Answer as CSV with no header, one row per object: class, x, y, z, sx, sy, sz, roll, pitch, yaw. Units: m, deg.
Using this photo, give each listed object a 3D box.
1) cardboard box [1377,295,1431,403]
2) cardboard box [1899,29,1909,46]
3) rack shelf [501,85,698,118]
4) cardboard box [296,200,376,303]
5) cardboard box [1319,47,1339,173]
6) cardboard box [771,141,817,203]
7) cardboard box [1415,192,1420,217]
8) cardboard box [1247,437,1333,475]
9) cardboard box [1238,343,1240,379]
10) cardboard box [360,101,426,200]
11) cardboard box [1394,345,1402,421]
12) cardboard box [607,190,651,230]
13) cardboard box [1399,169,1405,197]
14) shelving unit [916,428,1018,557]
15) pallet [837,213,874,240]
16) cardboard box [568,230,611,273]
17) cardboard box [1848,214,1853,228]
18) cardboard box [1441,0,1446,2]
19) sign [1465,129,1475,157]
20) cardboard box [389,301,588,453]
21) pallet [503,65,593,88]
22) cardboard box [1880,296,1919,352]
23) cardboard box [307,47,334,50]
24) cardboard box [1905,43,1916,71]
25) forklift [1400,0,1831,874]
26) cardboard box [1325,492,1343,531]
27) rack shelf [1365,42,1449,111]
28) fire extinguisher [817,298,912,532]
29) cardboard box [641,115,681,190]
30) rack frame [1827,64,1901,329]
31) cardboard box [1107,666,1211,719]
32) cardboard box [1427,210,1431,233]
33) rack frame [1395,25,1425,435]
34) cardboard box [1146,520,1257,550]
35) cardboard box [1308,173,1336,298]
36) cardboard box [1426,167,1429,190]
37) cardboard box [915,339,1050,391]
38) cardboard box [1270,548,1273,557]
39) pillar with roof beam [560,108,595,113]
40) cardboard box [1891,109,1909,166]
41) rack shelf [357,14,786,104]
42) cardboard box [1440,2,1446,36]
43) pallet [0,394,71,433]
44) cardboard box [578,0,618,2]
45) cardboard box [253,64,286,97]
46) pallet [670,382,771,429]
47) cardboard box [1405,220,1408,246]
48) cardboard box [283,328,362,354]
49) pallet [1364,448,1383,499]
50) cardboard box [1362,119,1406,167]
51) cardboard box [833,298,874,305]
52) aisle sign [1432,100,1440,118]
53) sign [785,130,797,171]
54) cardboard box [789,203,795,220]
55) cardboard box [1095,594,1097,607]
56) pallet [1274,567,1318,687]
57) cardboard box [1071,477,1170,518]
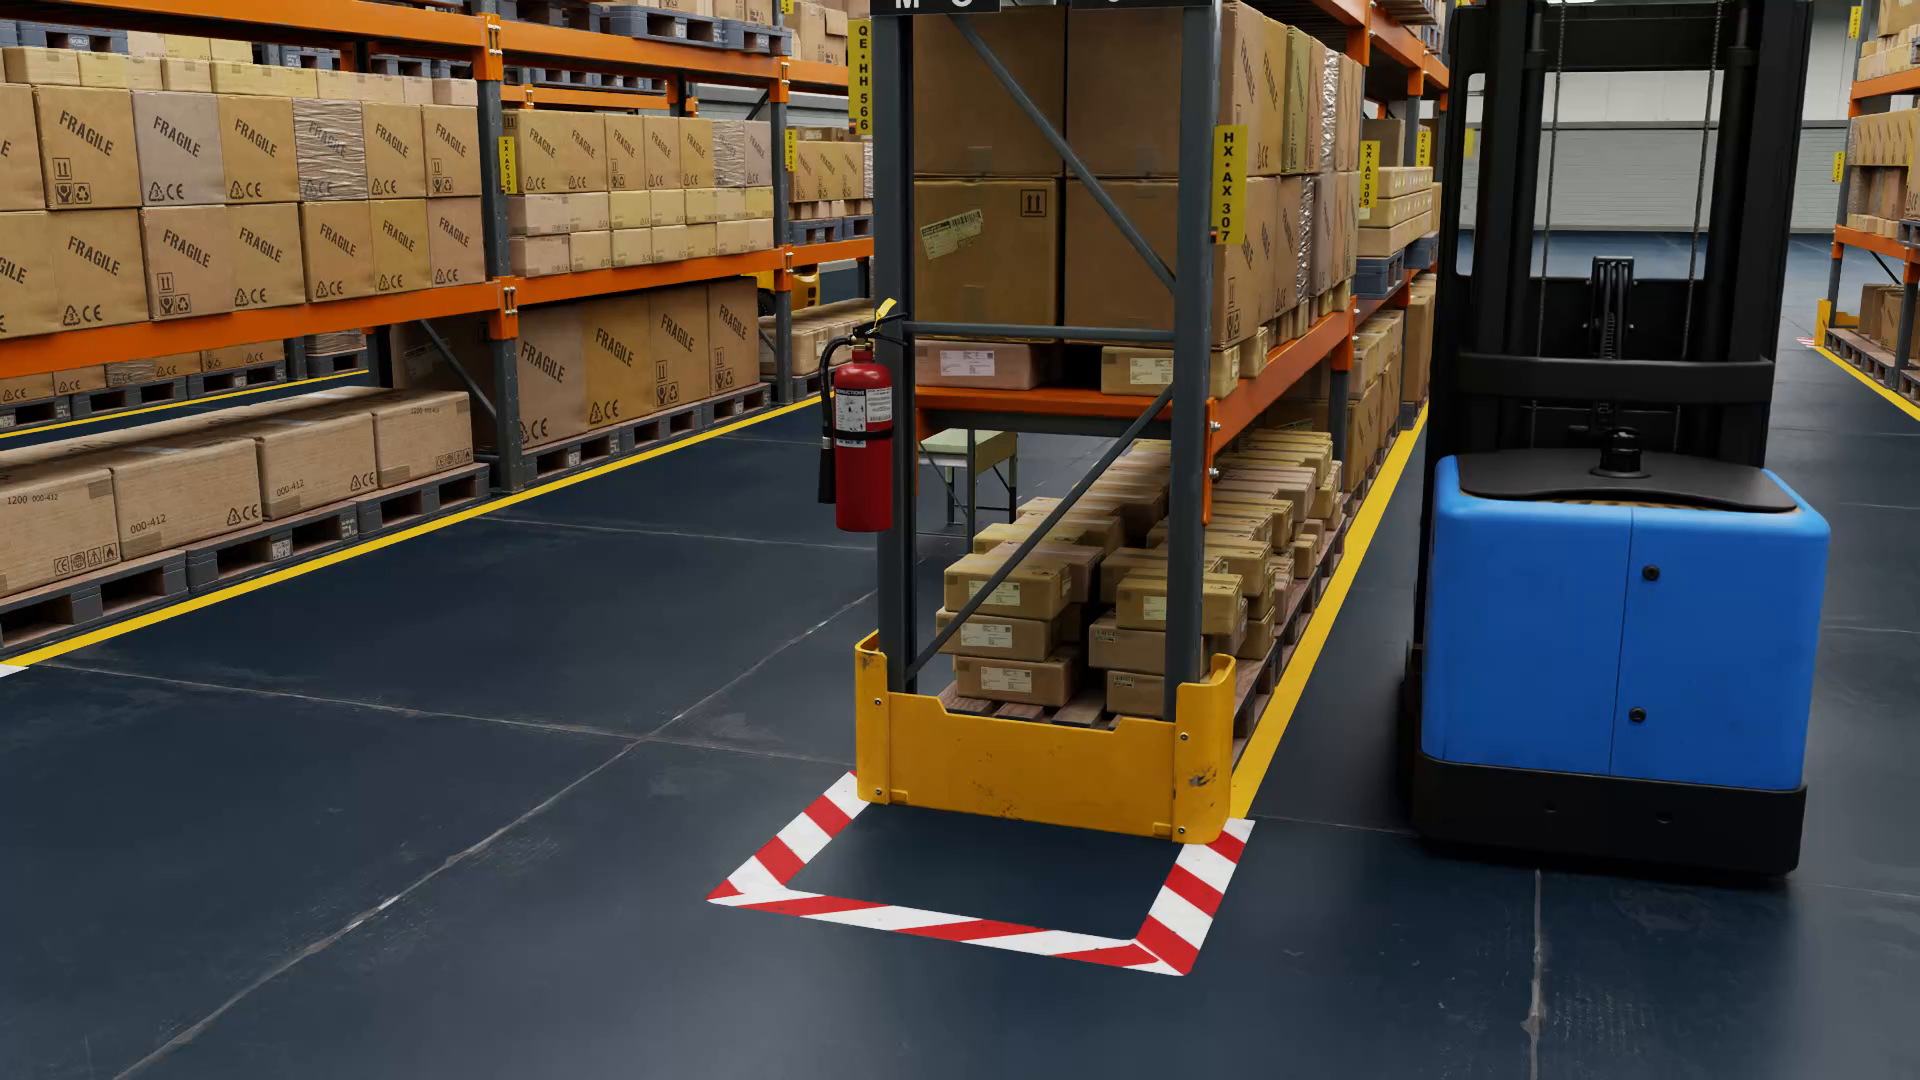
cardboard box,3.105,-1.521,13.023,1.050,0.750,0.750,4,14,18
cardboard box,9.031,-4.706,15.565,0.380,0.149,0.250,5,14,21
rack shelf,-4.650,-5.358,20.597,1.077,0.370,4.000,4,14,18
cardboard box,-3.406,-1.501,8.600,0.500,0.500,0.500,4,13,18
cardboard box,1.291,-1.796,6.975,0.500,0.500,0.500,5,14,20
cardboard box,-1.529,-3.103,14.005,0.500,0.500,0.500,4,13,17
cardboard box,2.678,-2.110,10.444,0.380,0.149,0.250,5,14,20
cardboard box,1.615,-0.404,8.141,0.380,0.149,0.250,5,14,19
cardboard box,0.692,-0.586,5.377,0.380,0.149,0.250,5,14,20
cardboard box,-3.251,-2.095,8.954,0.500,0.500,0.500,4,13,18
cardboard box,2.857,-1.120,11.827,0.500,0.500,0.500,4,14,18
cardboard box,-2.448,-2.243,11.289,0.500,0.250,0.500,5,14,19
cardboard box,2.261,-1.984,9.224,0.380,0.149,0.250,4,14,19
shelving unit,0.002,-0.733,8.827,0.431,1.500,0.755,4,14,18
pallet,-1.292,-2.953,15.614,1.003,0.211,1.213,4,14,18
cardboard box,-2.630,-1.894,10.881,0.500,0.250,0.500,4,13,17
cardboard box,9.655,-3.381,17.623,0.380,0.149,0.250,4,14,18
cardboard box,4.556,-5.168,15.752,0.380,0.149,0.250,4,14,19
sign,5.920,-4.614,19.326,0.100,0.325,0.005,4,14,18
cardboard box,-3.063,-1.089,10.851,0.875,0.875,0.875,5,14,20
pallet,-5.046,-5.426,19.477,1.003,0.211,1.213,4,14,18
cardboard box,9.249,-2.080,16.034,0.500,0.500,0.500,3,13,13
cardboard box,-6.058,-4.996,16.002,0.700,0.500,0.500,4,13,17
cardboard box,8.857,-4.368,14.982,0.500,0.250,0.500,5,14,20
forklift,2.222,-0.783,5.834,1.130,2.935,3.031,3,13,15
cardboard box,1.724,-0.157,8.397,0.380,0.149,0.250,5,14,19
rack shelf,3.470,-3.824,13.877,1.077,0.370,4.000,4,14,18
fire extinguisher,-0.284,-0.368,4.869,0.296,0.674,0.183,4,14,18
cardboard box,-2.309,-2.716,11.676,0.500,0.500,0.500,4,13,17
rack frame,10.072,-3.597,18.008,1.000,3.000,0.127,4,14,18
cardboard box,0.707,0.491,5.559,0.380,0.149,0.250,5,14,20
cardboard box,3.098,-2.237,11.667,0.380,0.149,0.250,5,14,19
rack frame,2.823,-2.291,12.286,1.000,3.000,0.127,4,14,18
cardboard box,0.905,0.034,6.225,0.380,0.149,0.250,4,13,16
cardboard box,1.308,-1.307,7.079,0.500,0.500,0.500,4,14,18
cardboard box,2.930,-2.419,11.131,0.380,0.149,0.250,5,14,20
cardboard box,0.072,-0.573,5.324,0.380,0.149,0.250,4,14,18
cardboard box,1.111,0.005,7.021,0.380,0.149,0.250,5,14,21
pillar with roof beam,-1.008,-7.200,20.313,9.100,9.000,0.400,4,14,18
cardboard box,8.823,-3.656,15.126,0.500,0.500,0.500,4,14,18
rack shelf,-2.541,-3.317,11.655,1.077,0.370,4.000,4,14,18
cardboard box,3.926,-4.500,14.392,0.500,0.250,0.500,4,14,18
pallet,-7.658,-0.955,12.699,1.003,0.211,1.213,4,14,18
cardboard box,-2.447,-3.579,10.766,0.380,0.166,0.250,3,13,15
cardboard box,-3.525,-2.231,8.094,0.380,0.149,0.250,4,14,18
pallet,-2.220,-1.106,13.361,1.003,0.211,1.213,4,14,18
cardboard box,2.424,-1.799,9.748,0.380,0.149,0.250,4,13,16
cardboard box,-6.377,-2.160,16.105,0.875,0.625,0.625,5,14,20
pallet,2.172,-0.511,10.754,1.003,0.211,1.213,4,14,18
cardboard box,2.977,-2.921,12.574,0.700,0.500,0.500,4,14,18
cardboard box,-0.767,-2.282,17.205,0.950,0.372,0.625,5,14,19
aisle sign,5.718,-5.236,19.347,0.394,0.787,0.004,4,14,18
sign,-1.368,-3.152,13.453,0.100,0.325,0.005,4,14,18
cardboard box,-1.613,-2.764,13.976,0.380,0.149,0.250,4,13,15
cardboard box,0.301,0.192,6.200,0.380,0.149,0.250,4,13,16
pallet,0.952,0.312,7.146,1.003,0.211,1.213,4,14,18
cardboard box,0.691,-0.169,7.114,0.380,0.149,0.250,4,14,19
